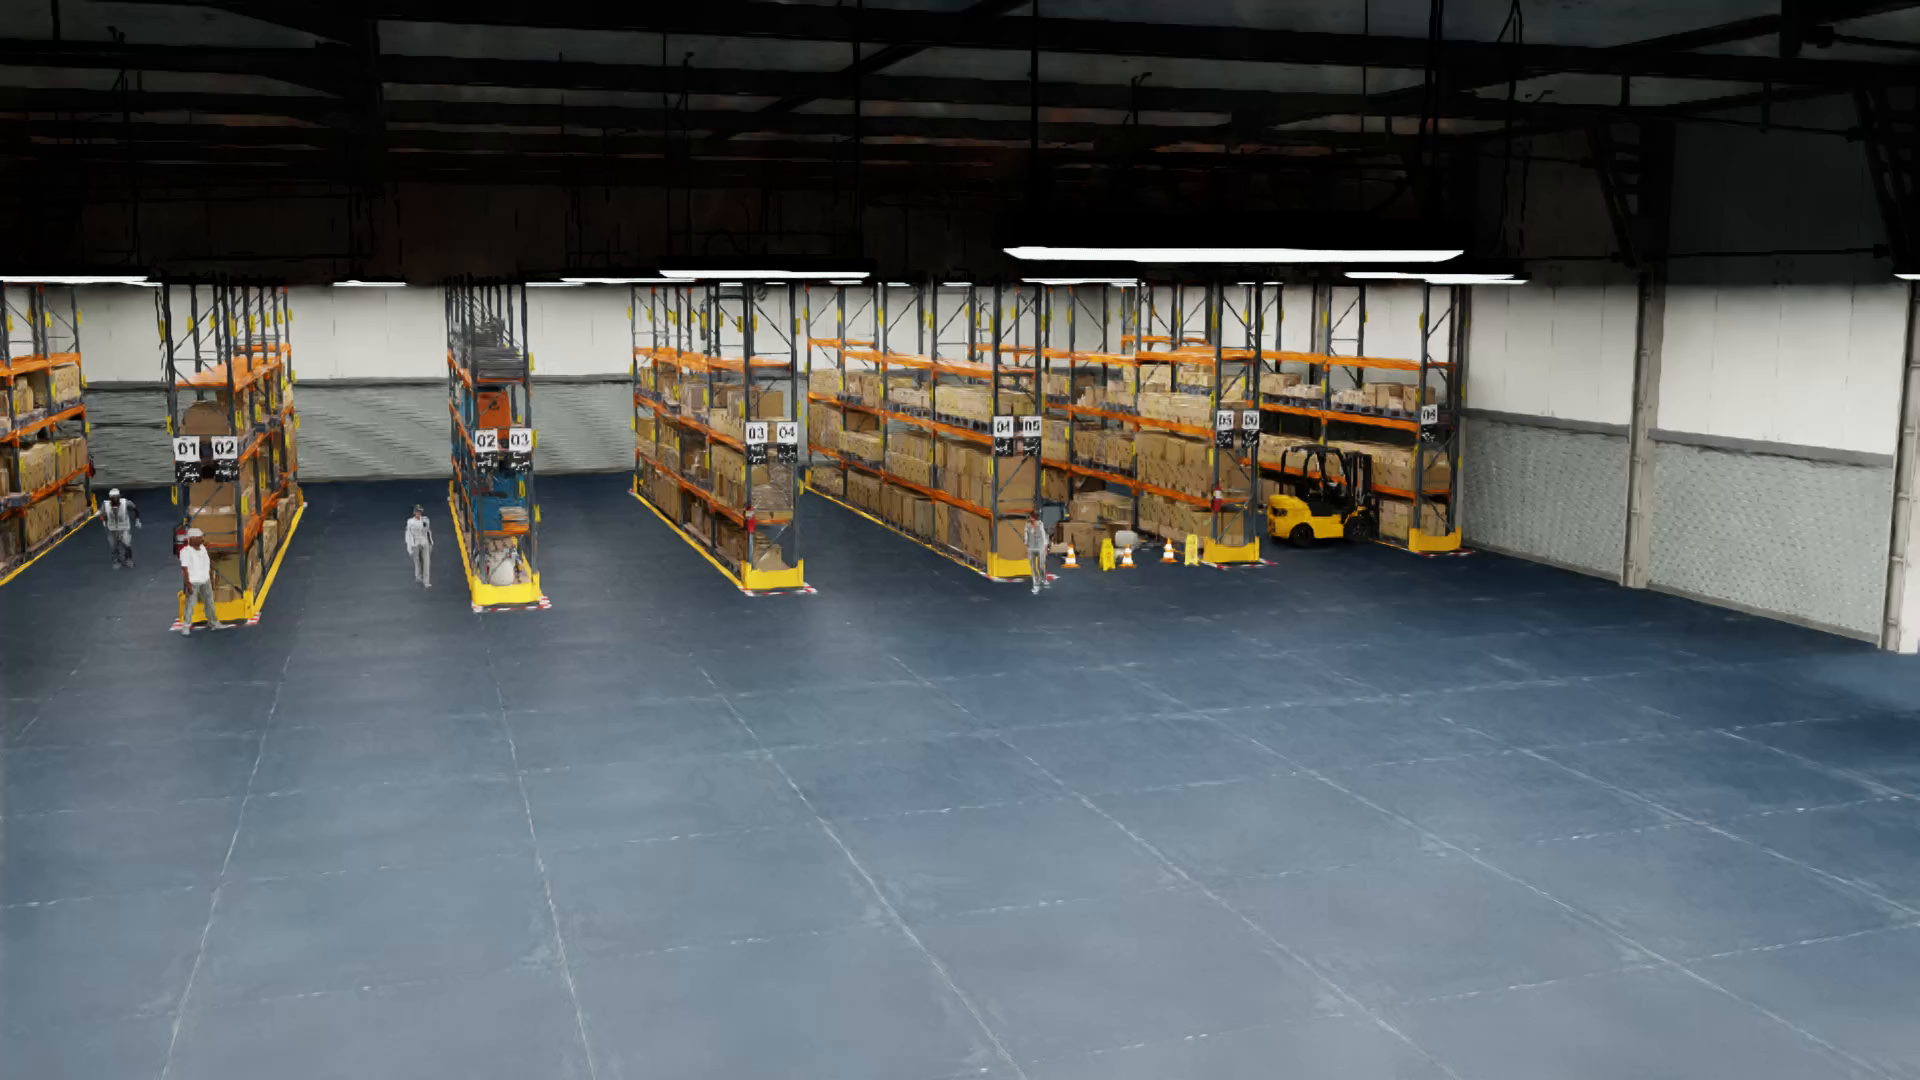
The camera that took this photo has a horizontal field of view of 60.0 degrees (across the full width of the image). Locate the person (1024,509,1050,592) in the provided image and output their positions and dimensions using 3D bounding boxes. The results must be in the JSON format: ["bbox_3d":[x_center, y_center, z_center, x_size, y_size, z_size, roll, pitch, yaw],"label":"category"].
[{"bbox_3d":[1.465,0.193,31.554,0.471,1.589,0.476,3,9,21],"label":"person"}]

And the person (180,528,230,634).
[{"bbox_3d":[-12.693,0.668,27.759,0.533,1.758,0.726,3,9,17],"label":"person"}]

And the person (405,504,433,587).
[{"bbox_3d":[-10.449,0.085,32.128,0.495,1.589,1.077,-2,9,-16],"label":"person"}]

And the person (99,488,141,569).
[{"bbox_3d":[-17.180,-0.225,33.983,0.704,1.706,0.791,-2,9,-13],"label":"person"}]
